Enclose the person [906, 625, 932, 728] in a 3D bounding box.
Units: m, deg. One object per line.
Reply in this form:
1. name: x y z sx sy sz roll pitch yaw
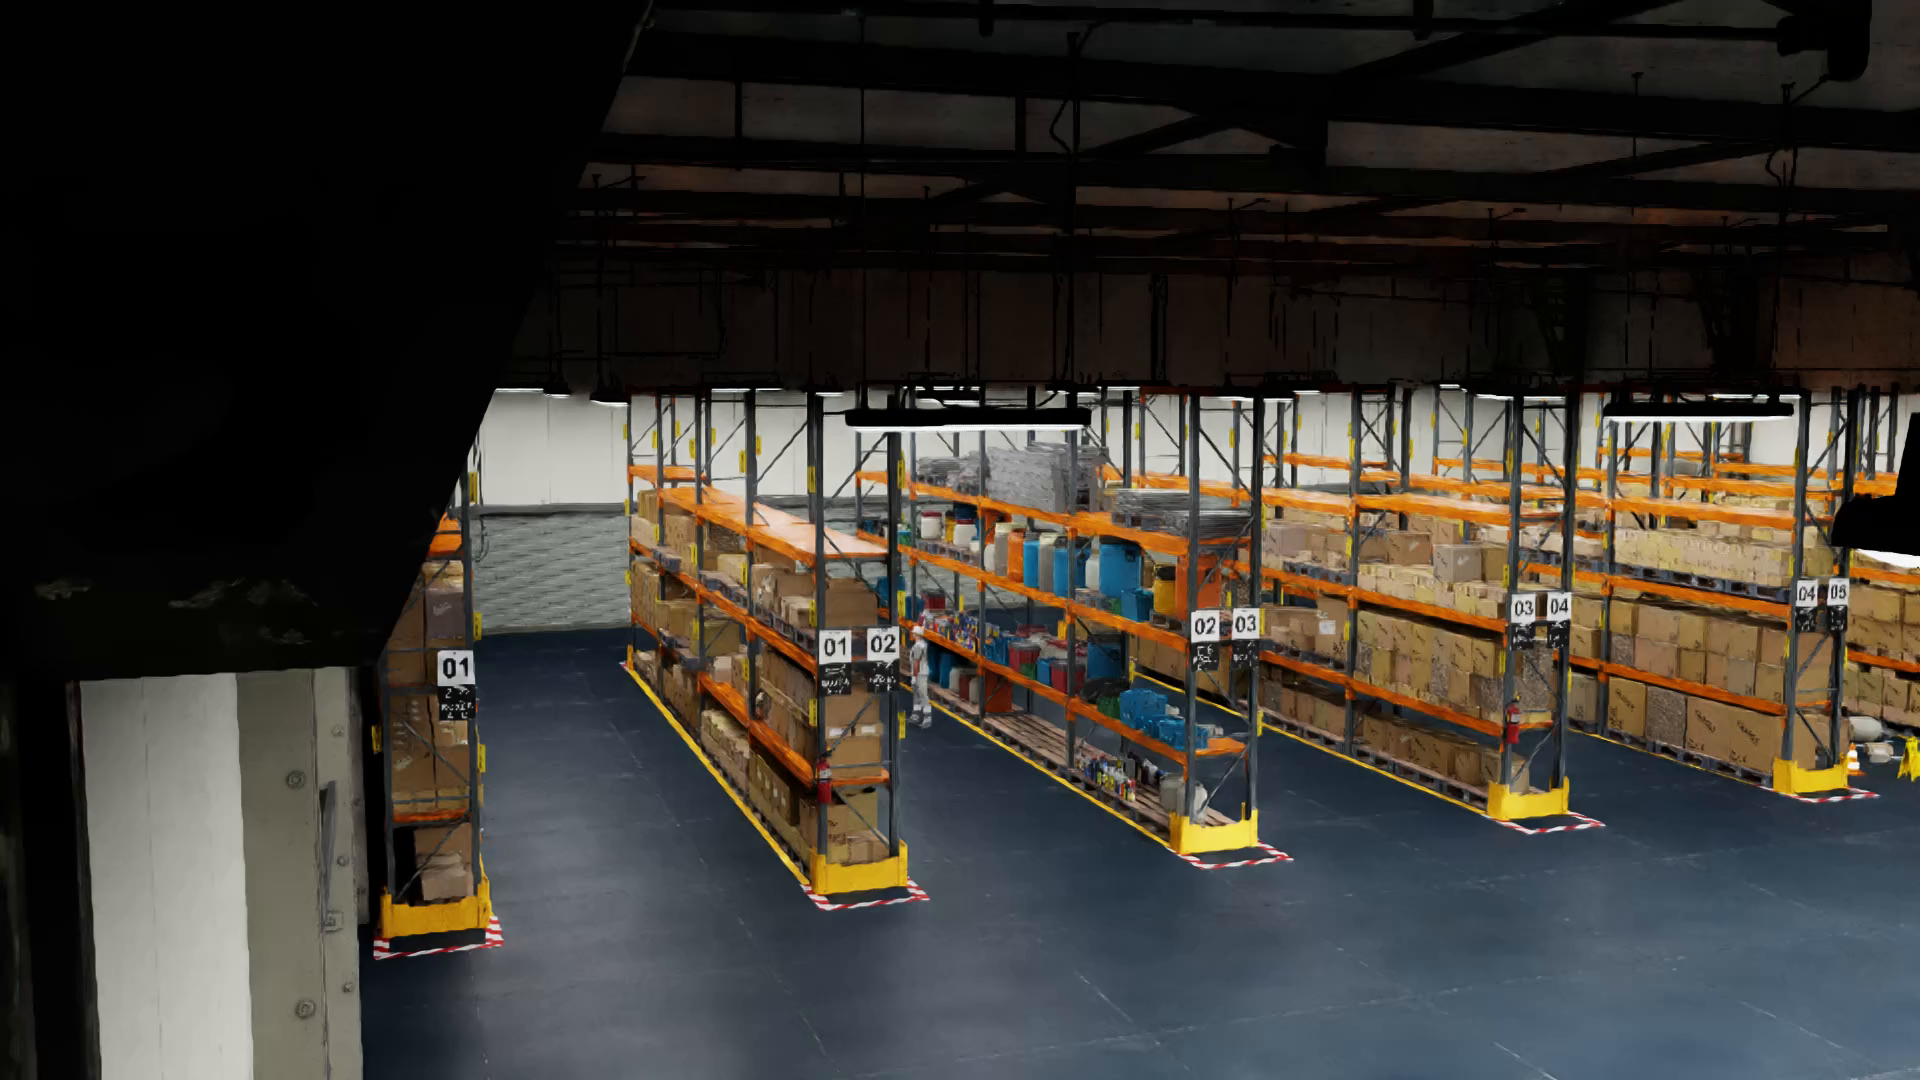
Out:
1. person: -0.772 2.394 29.426 0.574 1.785 0.664 0 6 3
